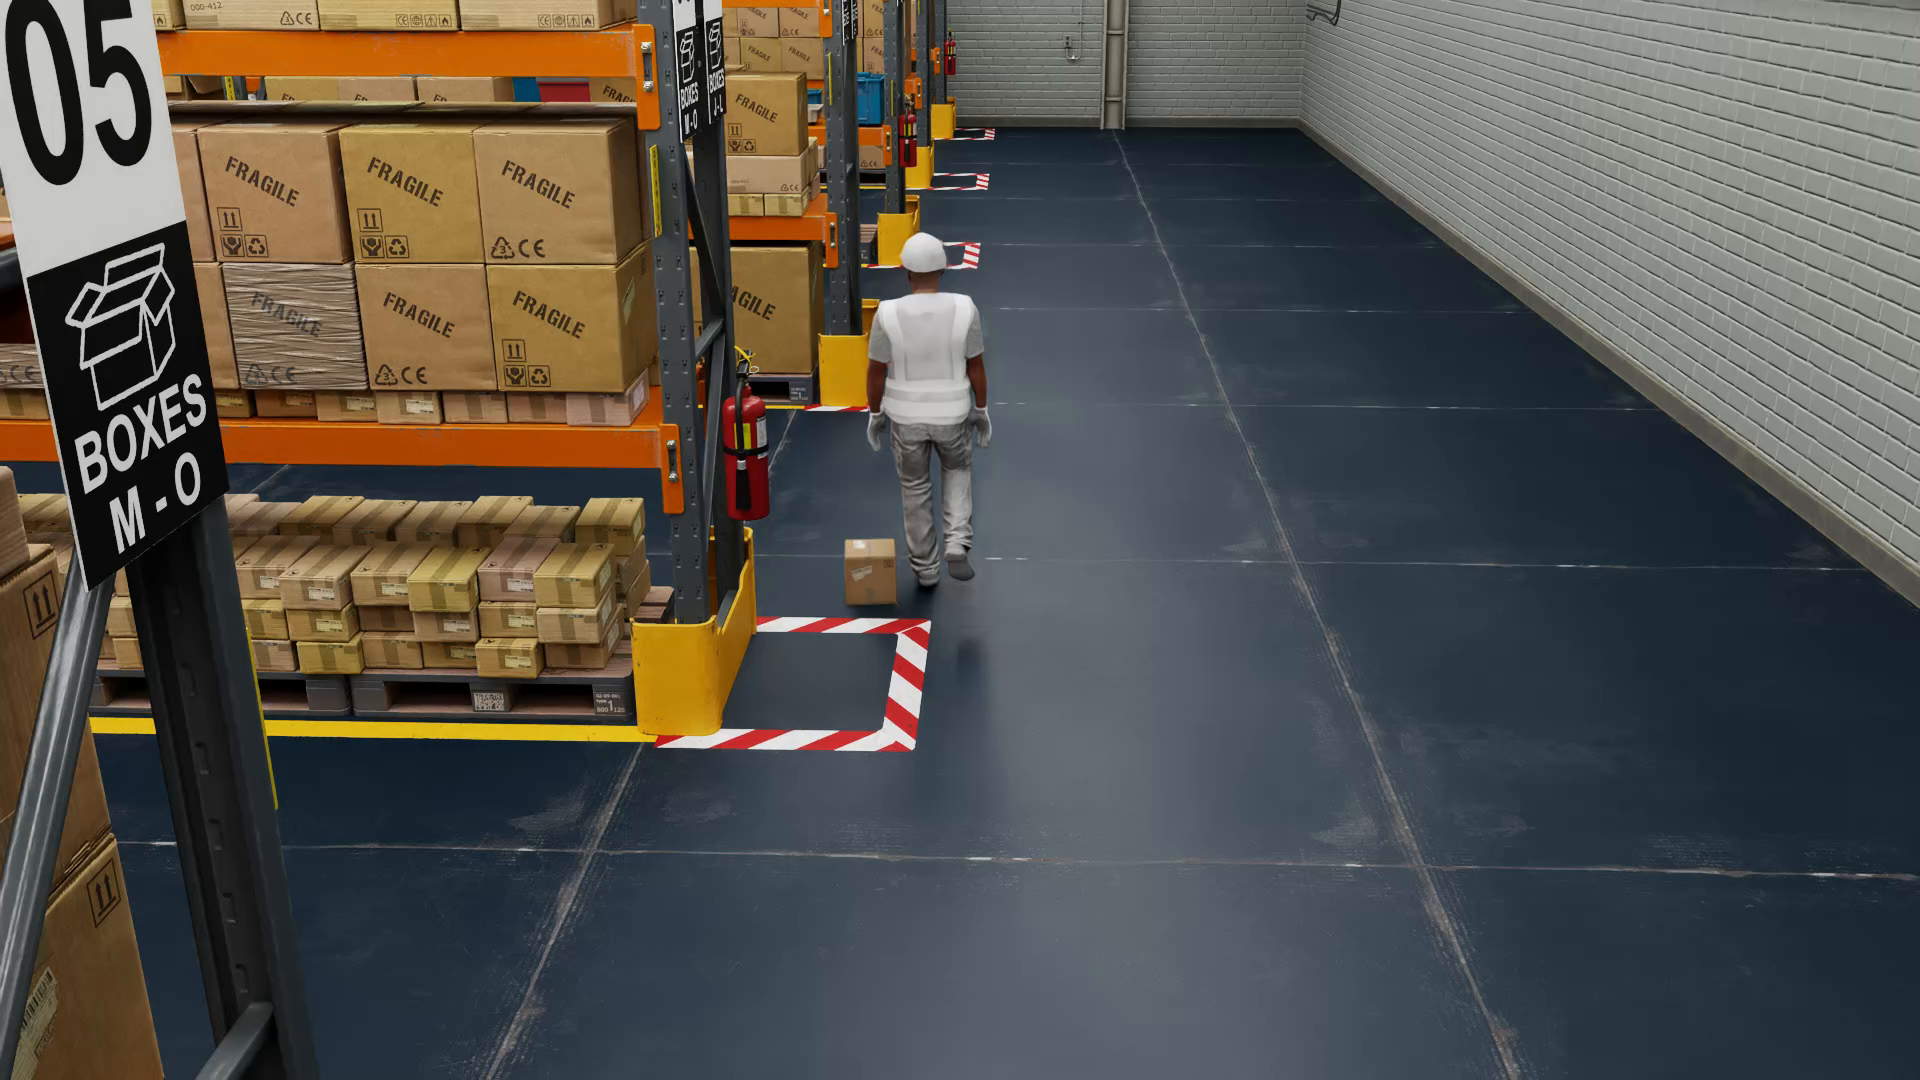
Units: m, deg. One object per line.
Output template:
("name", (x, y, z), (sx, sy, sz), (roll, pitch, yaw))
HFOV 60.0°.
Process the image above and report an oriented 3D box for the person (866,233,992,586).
("person", (-0.155, -0.630, 8.152), (0.609, 1.771, 0.467), (-2, 21, -5))
